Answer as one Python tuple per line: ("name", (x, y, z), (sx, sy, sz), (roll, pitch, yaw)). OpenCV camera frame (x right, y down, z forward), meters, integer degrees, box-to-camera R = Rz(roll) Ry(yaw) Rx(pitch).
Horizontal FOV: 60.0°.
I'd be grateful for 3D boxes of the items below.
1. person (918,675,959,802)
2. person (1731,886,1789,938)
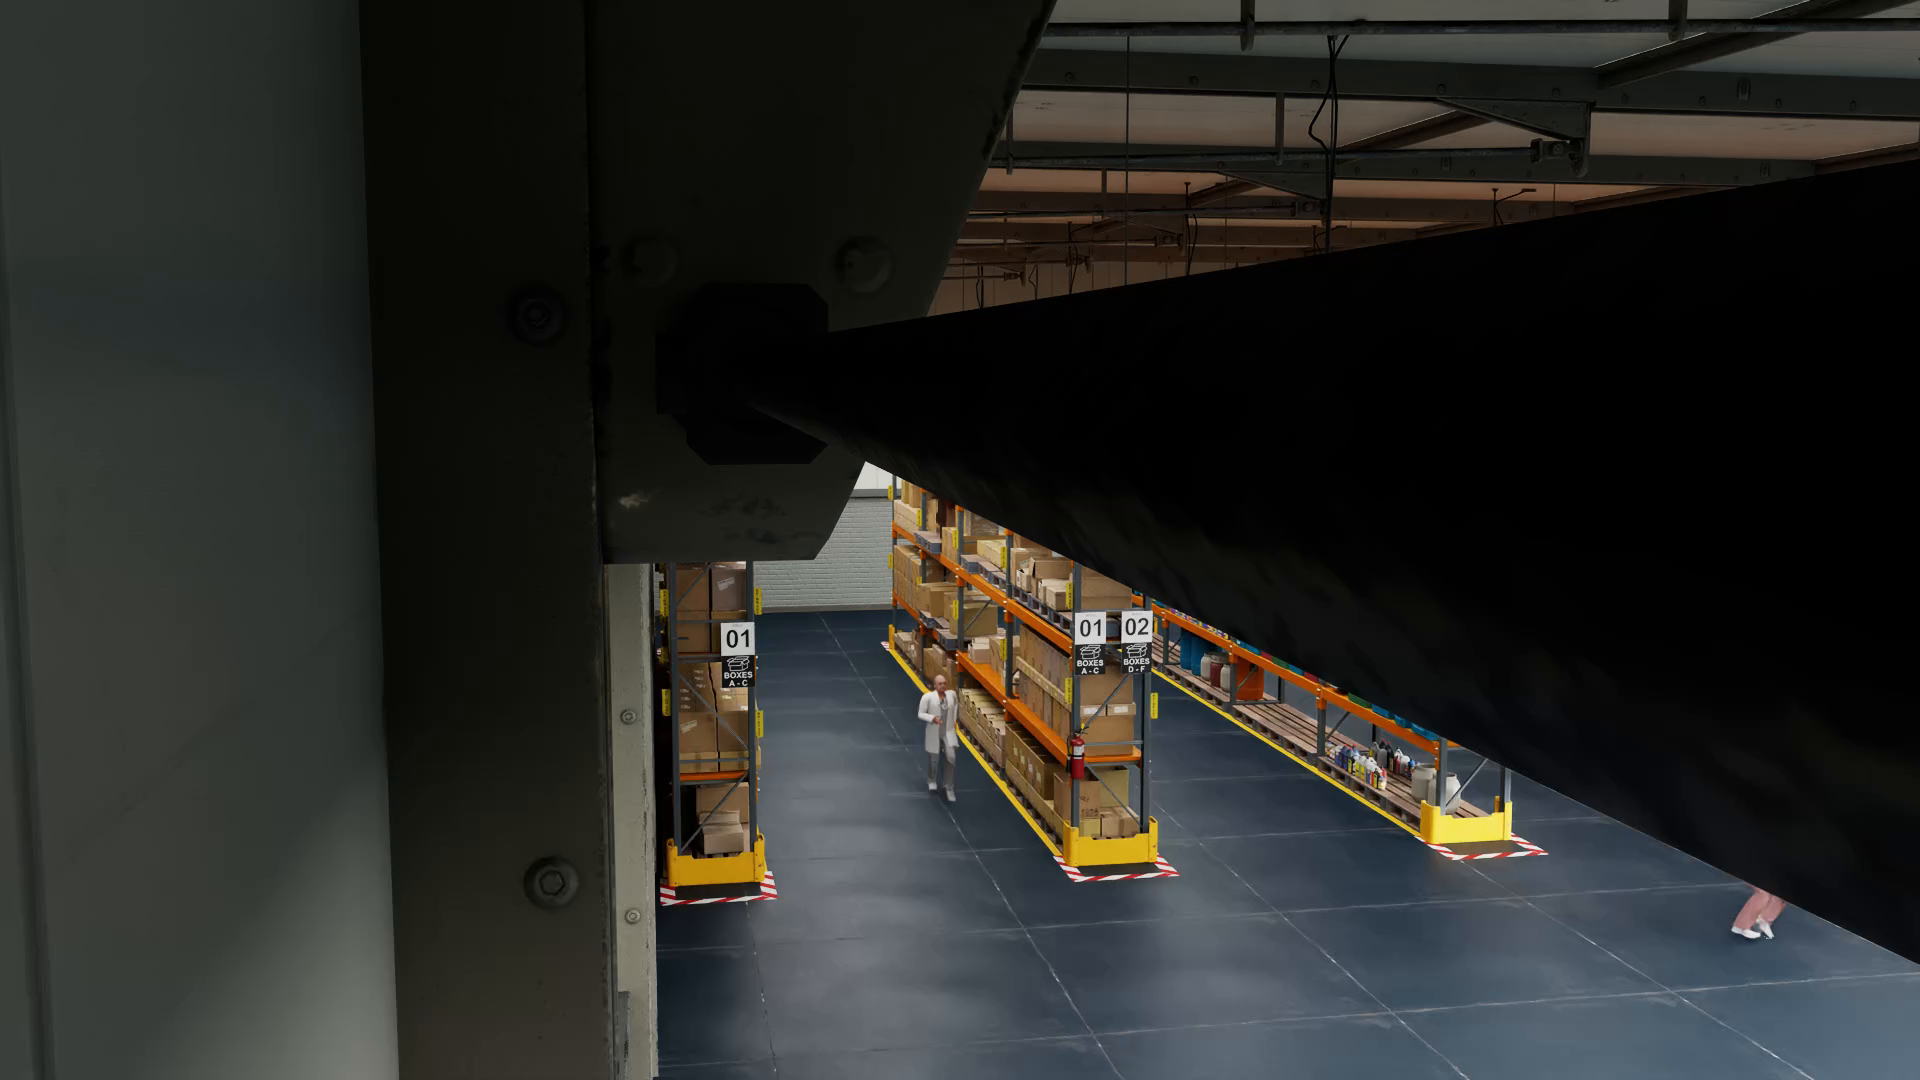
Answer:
("person", (-0.301, 2.851, 24.097), (0.643, 1.831, 0.908), (-1, 6, -11))
("person", (8.887, 3.542, 18.305), (0.616, 1.623, 0.637), (4, 7, 30))
